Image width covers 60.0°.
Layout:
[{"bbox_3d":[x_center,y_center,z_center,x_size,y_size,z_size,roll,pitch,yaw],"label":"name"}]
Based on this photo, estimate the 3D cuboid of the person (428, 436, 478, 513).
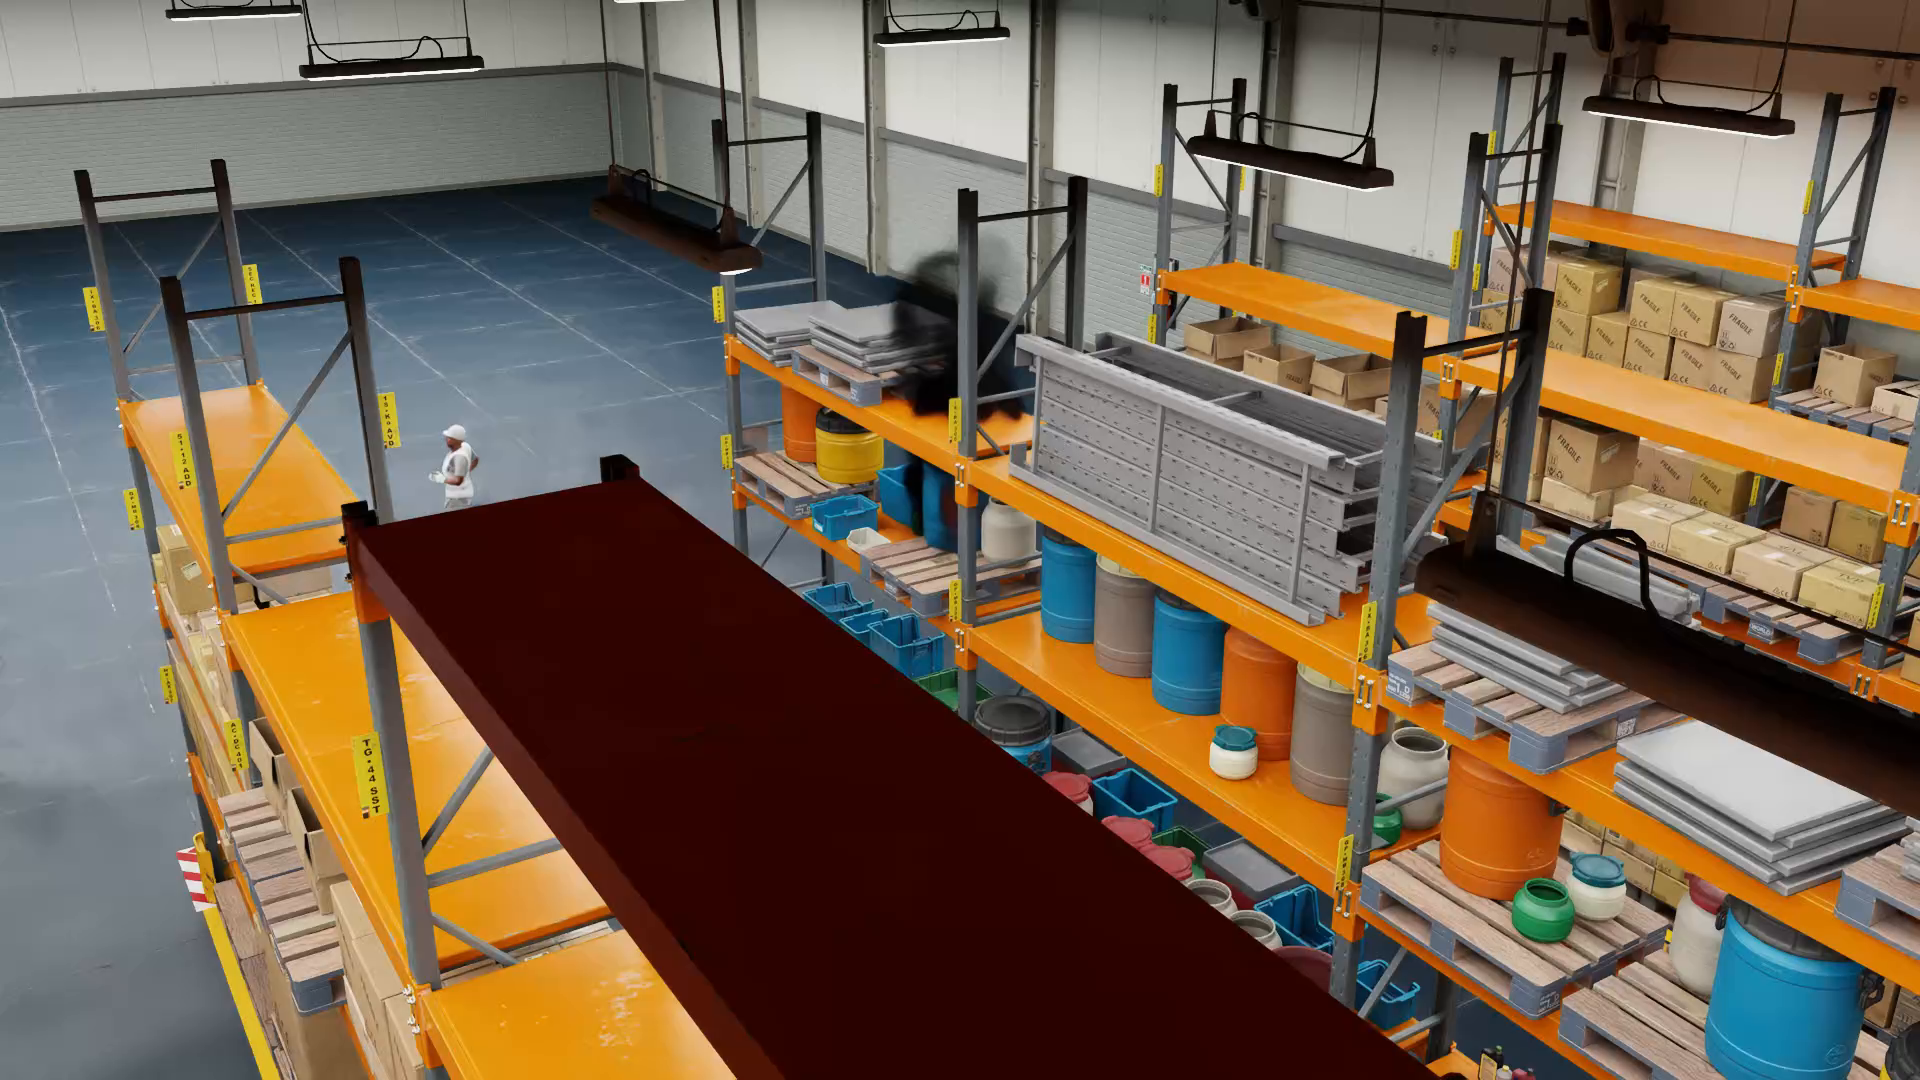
[{"bbox_3d":[-6.119,-0.548,20.420,0.946,1.727,0.696,-6,23,-14],"label":"person"}]
